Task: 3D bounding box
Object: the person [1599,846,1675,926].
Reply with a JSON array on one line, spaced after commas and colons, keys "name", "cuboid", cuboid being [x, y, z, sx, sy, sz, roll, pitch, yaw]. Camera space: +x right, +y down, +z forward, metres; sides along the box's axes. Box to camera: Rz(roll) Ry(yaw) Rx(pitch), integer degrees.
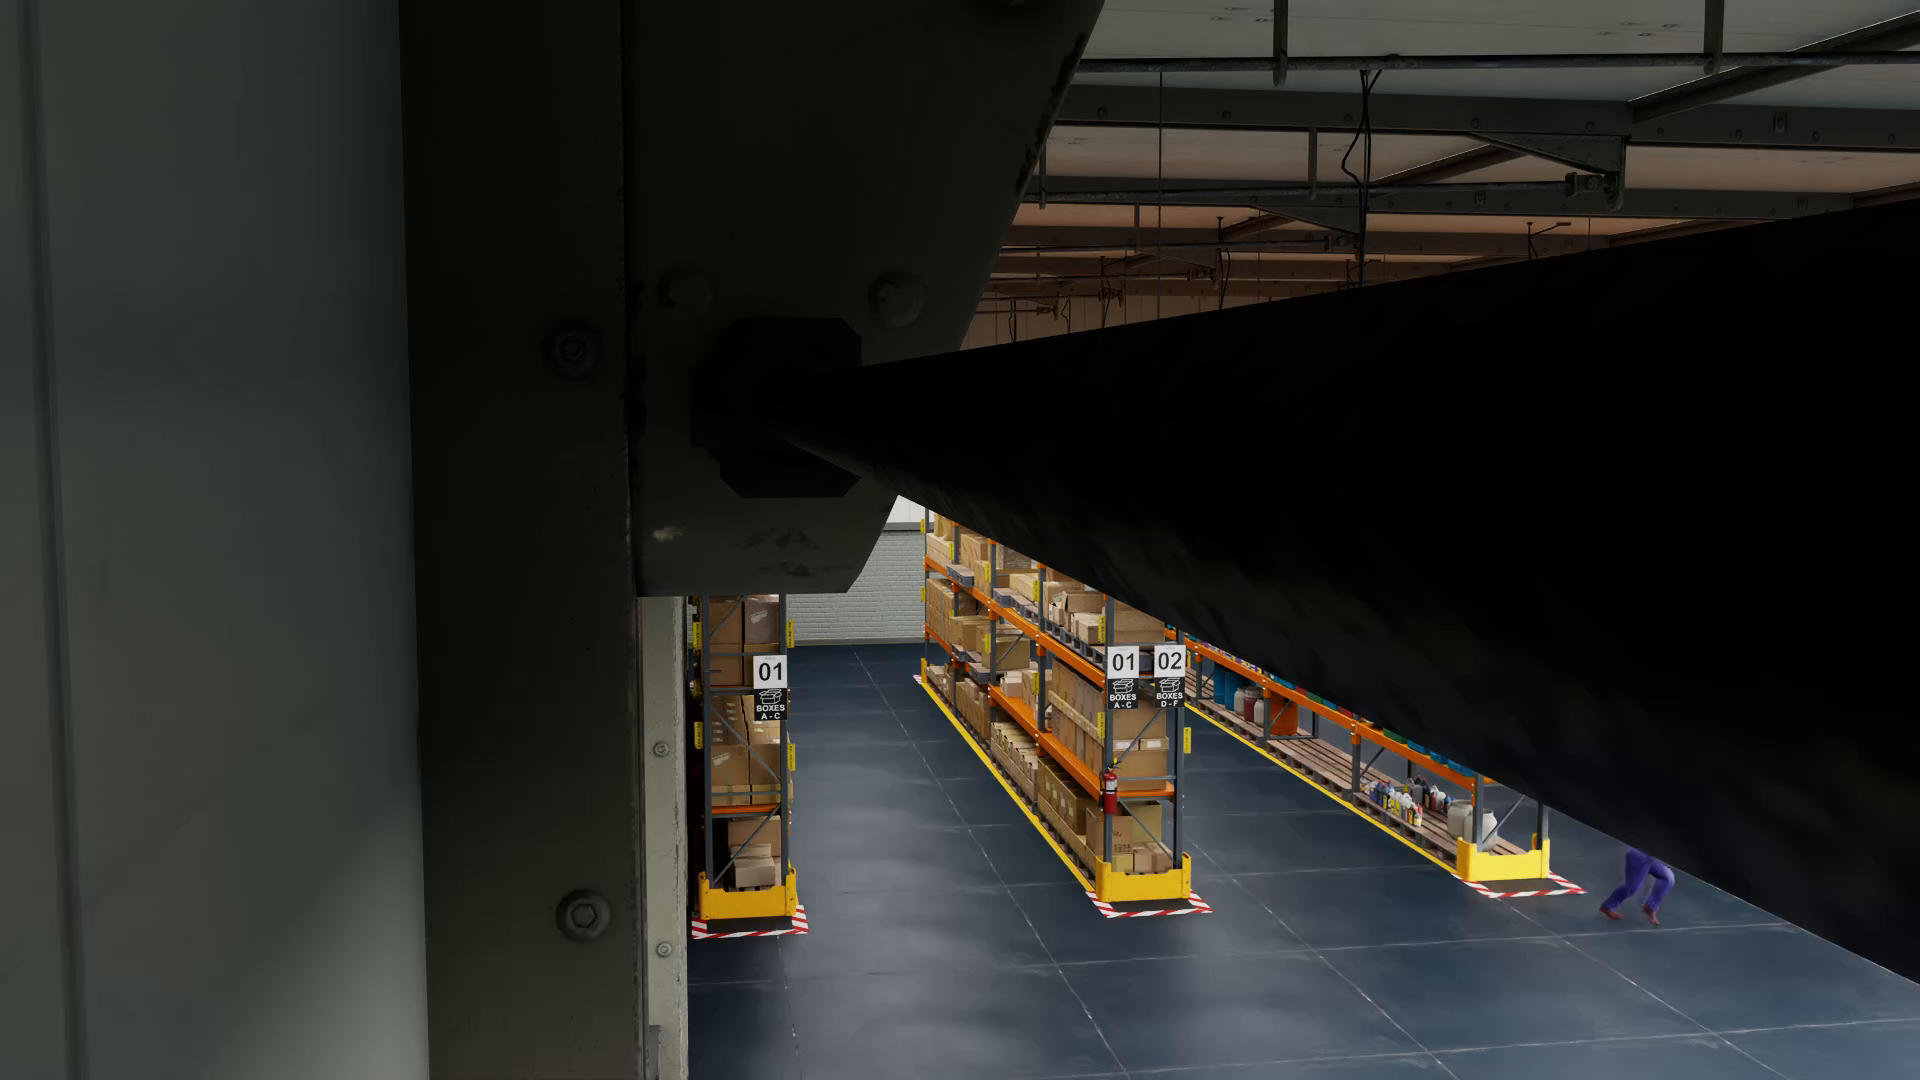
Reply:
[{"name": "person", "cuboid": [8.173, 3.844, 19.871, 0.955, 1.561, 0.639, 3, 6, 27]}]
